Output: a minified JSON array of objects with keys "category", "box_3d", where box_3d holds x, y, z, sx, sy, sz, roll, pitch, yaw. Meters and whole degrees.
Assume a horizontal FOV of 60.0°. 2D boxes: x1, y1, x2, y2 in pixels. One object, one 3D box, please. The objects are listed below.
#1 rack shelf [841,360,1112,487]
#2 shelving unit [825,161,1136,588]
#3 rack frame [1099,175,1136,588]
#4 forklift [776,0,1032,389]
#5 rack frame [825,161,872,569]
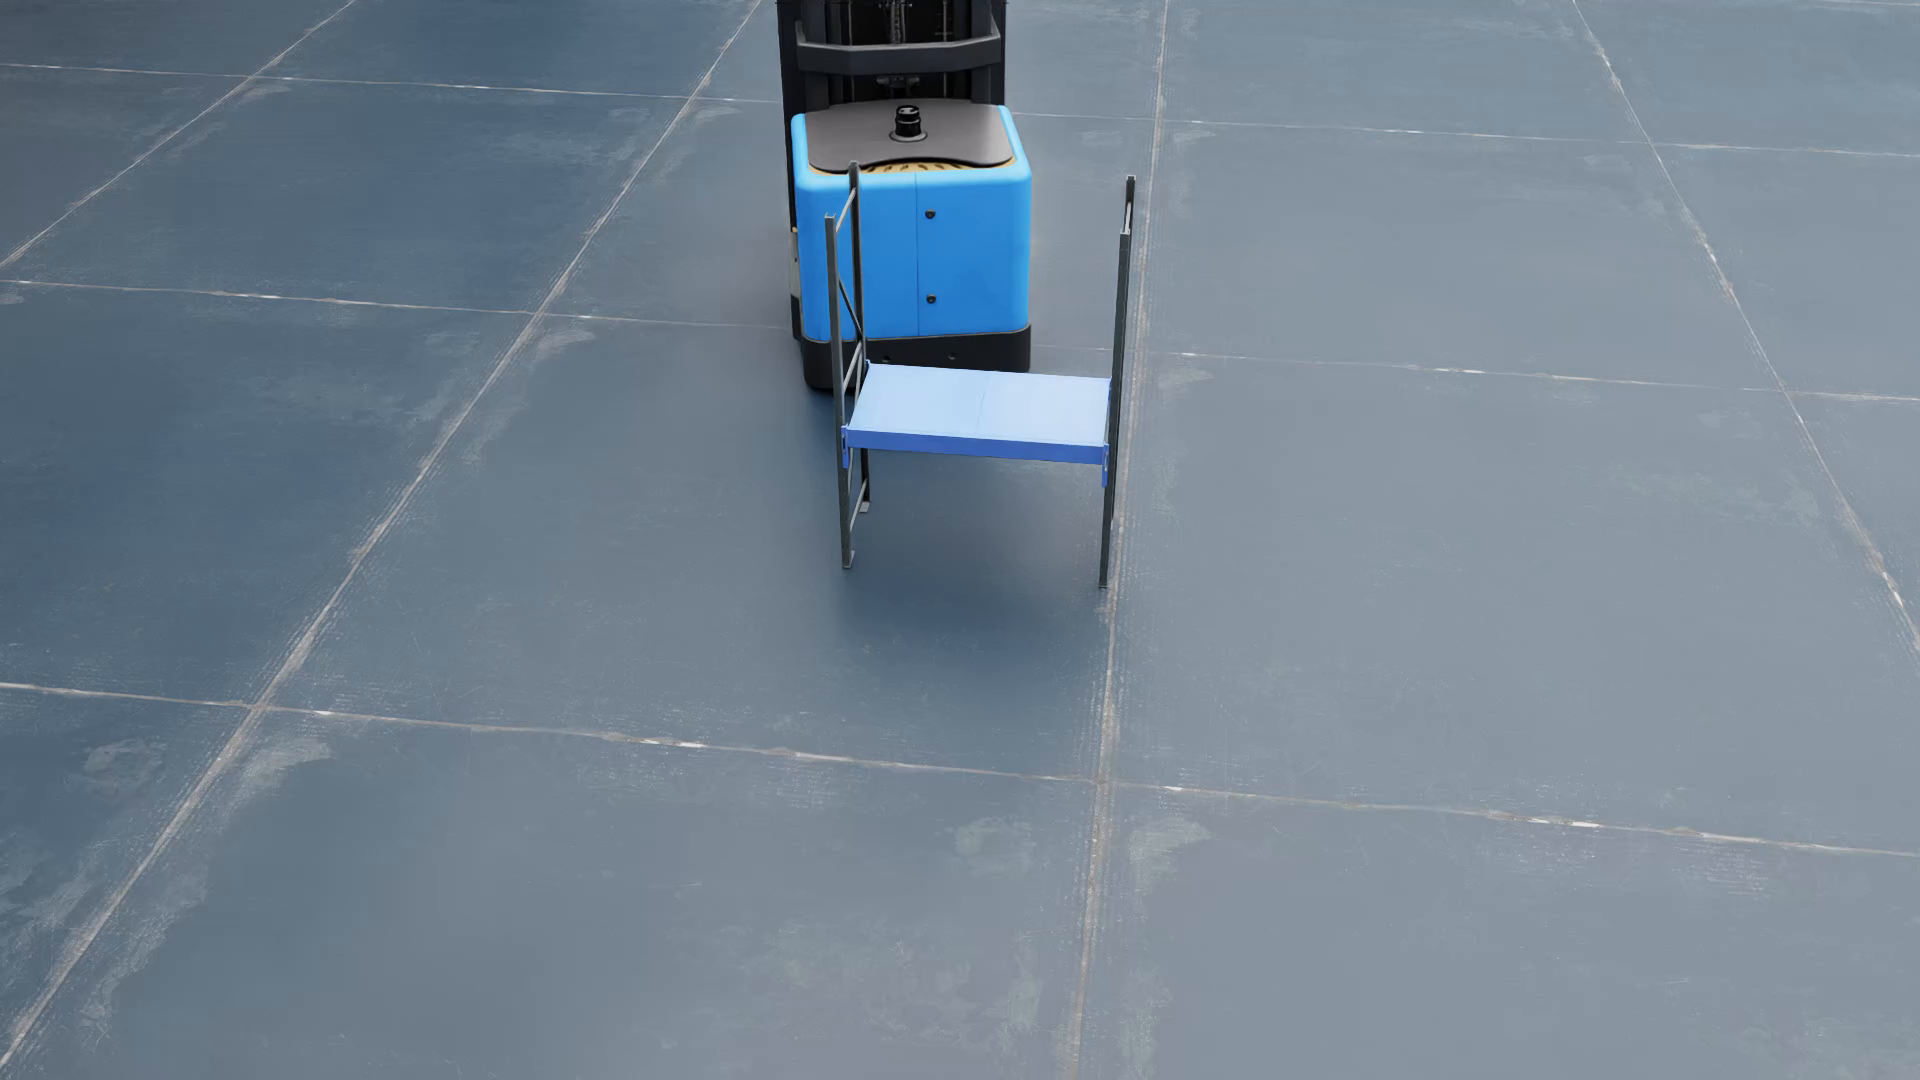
[{"category":"rack shelf","box_3d":[0.085,-0.458,6.410,1.000,0.185,0.538,4,36,6]},{"category":"shelving unit","box_3d":[0.085,-0.604,6.305,1.048,1.500,0.538,4,36,6]},{"category":"rack frame","box_3d":[0.589,-0.567,6.253,0.032,1.500,0.500,4,36,6]},{"category":"forklift","box_3d":[-0.352,-2.727,8.048,1.130,2.935,3.031,-4,36,-5]},{"category":"rack frame","box_3d":[-0.420,-0.642,6.358,0.032,1.500,0.500,4,36,6]}]
